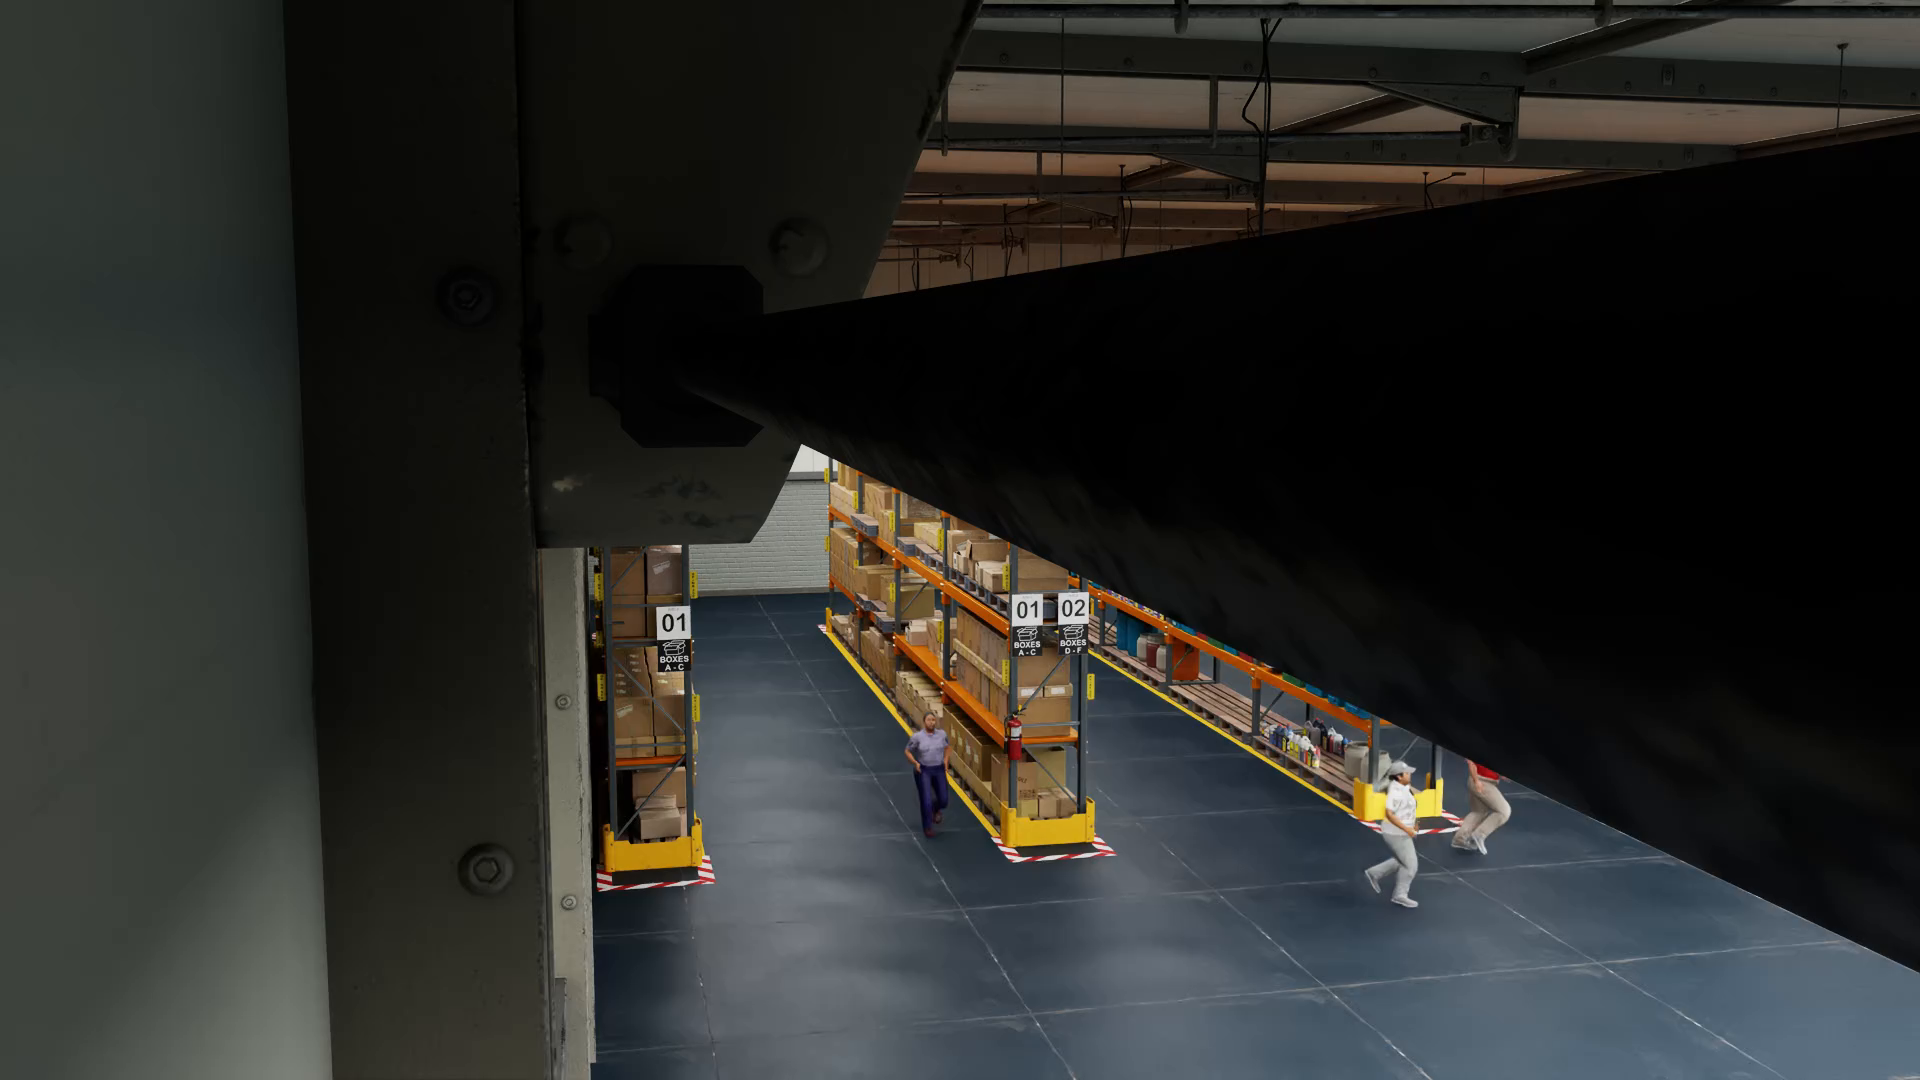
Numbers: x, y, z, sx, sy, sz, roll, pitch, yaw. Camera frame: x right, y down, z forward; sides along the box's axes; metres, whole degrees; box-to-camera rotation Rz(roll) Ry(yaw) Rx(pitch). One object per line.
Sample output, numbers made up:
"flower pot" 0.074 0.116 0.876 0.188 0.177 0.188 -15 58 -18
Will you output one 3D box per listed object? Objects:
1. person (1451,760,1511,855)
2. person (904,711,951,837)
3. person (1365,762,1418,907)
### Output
"person" 6.514 3.057 20.631 0.762 1.685 0.583 1 7 11
"person" -0.399 2.999 21.457 0.634 1.595 0.558 -2 7 -15
"person" 4.892 3.306 18.756 0.586 1.643 0.630 2 7 16
